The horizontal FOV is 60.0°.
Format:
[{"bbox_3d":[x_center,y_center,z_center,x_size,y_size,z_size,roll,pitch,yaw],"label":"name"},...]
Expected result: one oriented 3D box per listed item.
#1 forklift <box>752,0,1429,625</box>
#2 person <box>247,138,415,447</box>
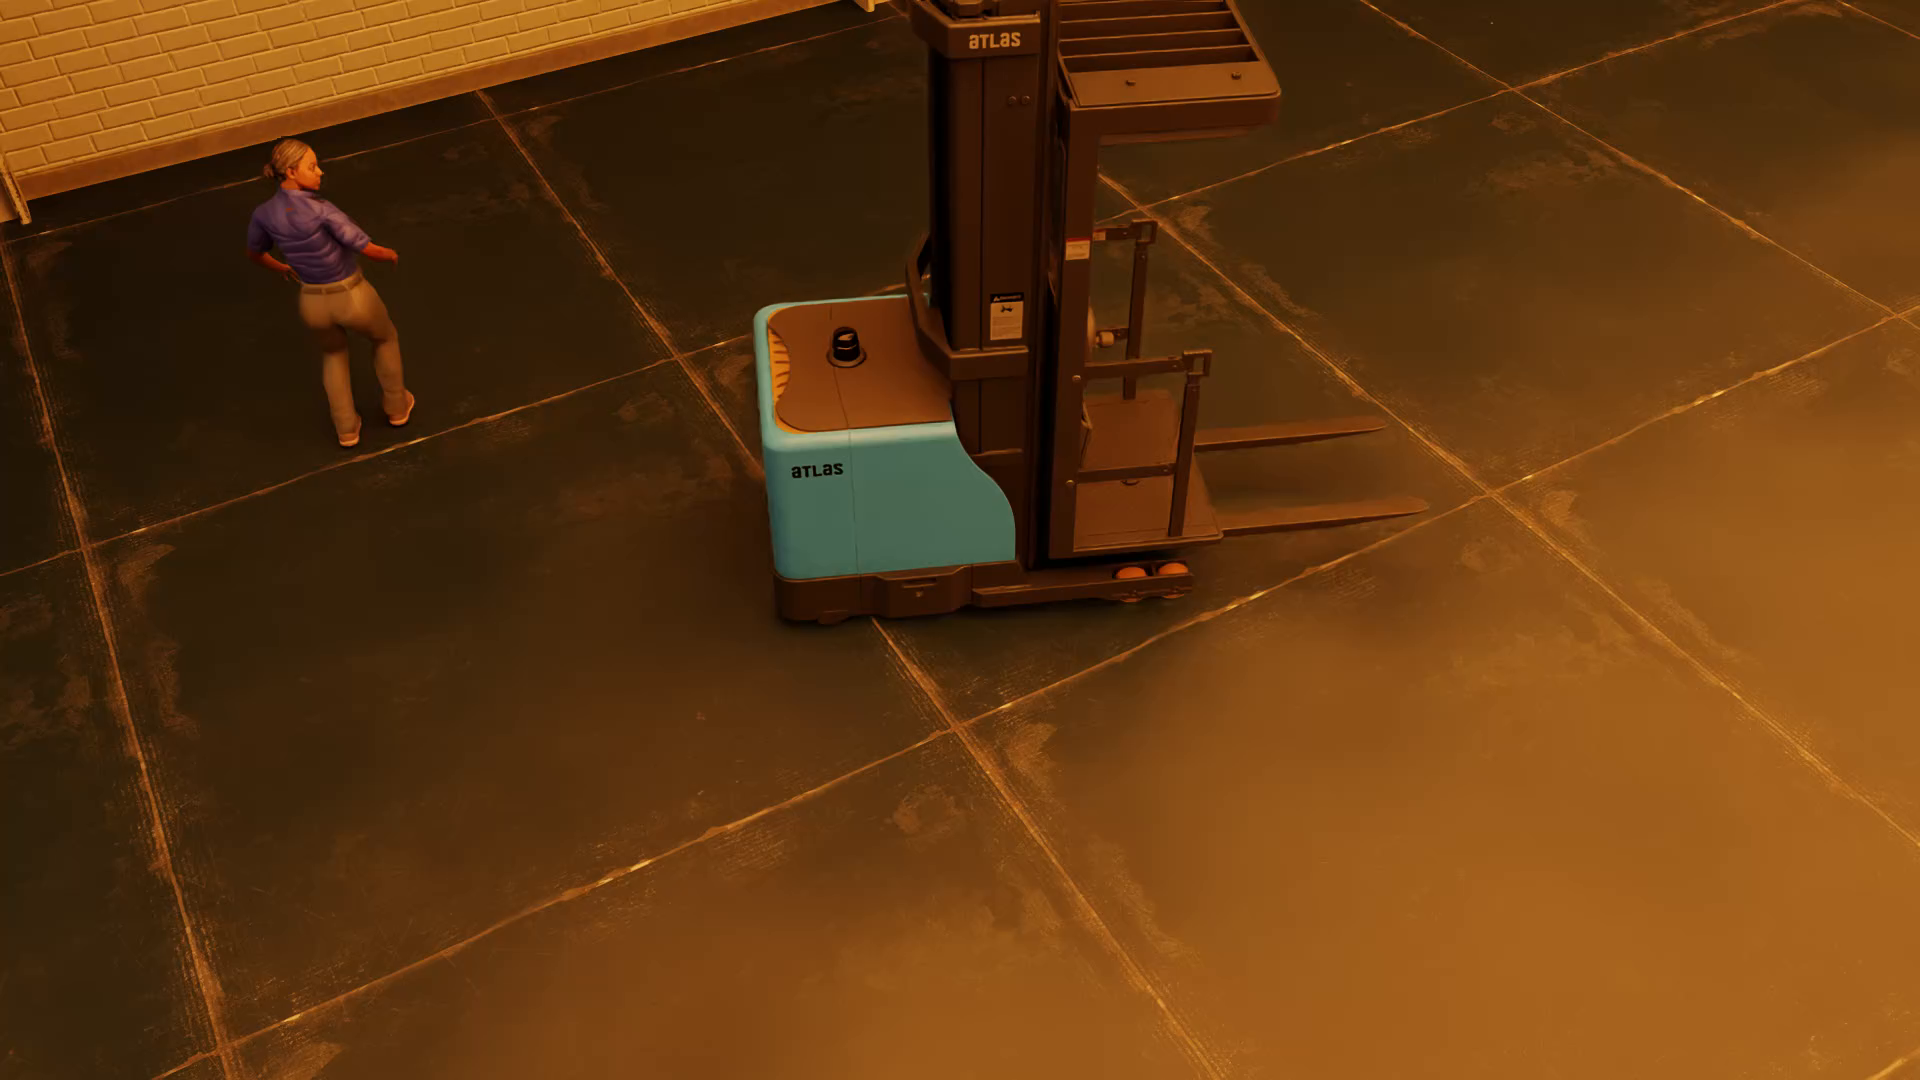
[{"bbox_3d":[0.622,-1.145,6.932,3.031,2.935,1.130,-5,43,-6],"label":"forklift"},{"bbox_3d":[-3.004,-1.181,7.967,0.678,1.609,0.471,1,43,2],"label":"person"}]
